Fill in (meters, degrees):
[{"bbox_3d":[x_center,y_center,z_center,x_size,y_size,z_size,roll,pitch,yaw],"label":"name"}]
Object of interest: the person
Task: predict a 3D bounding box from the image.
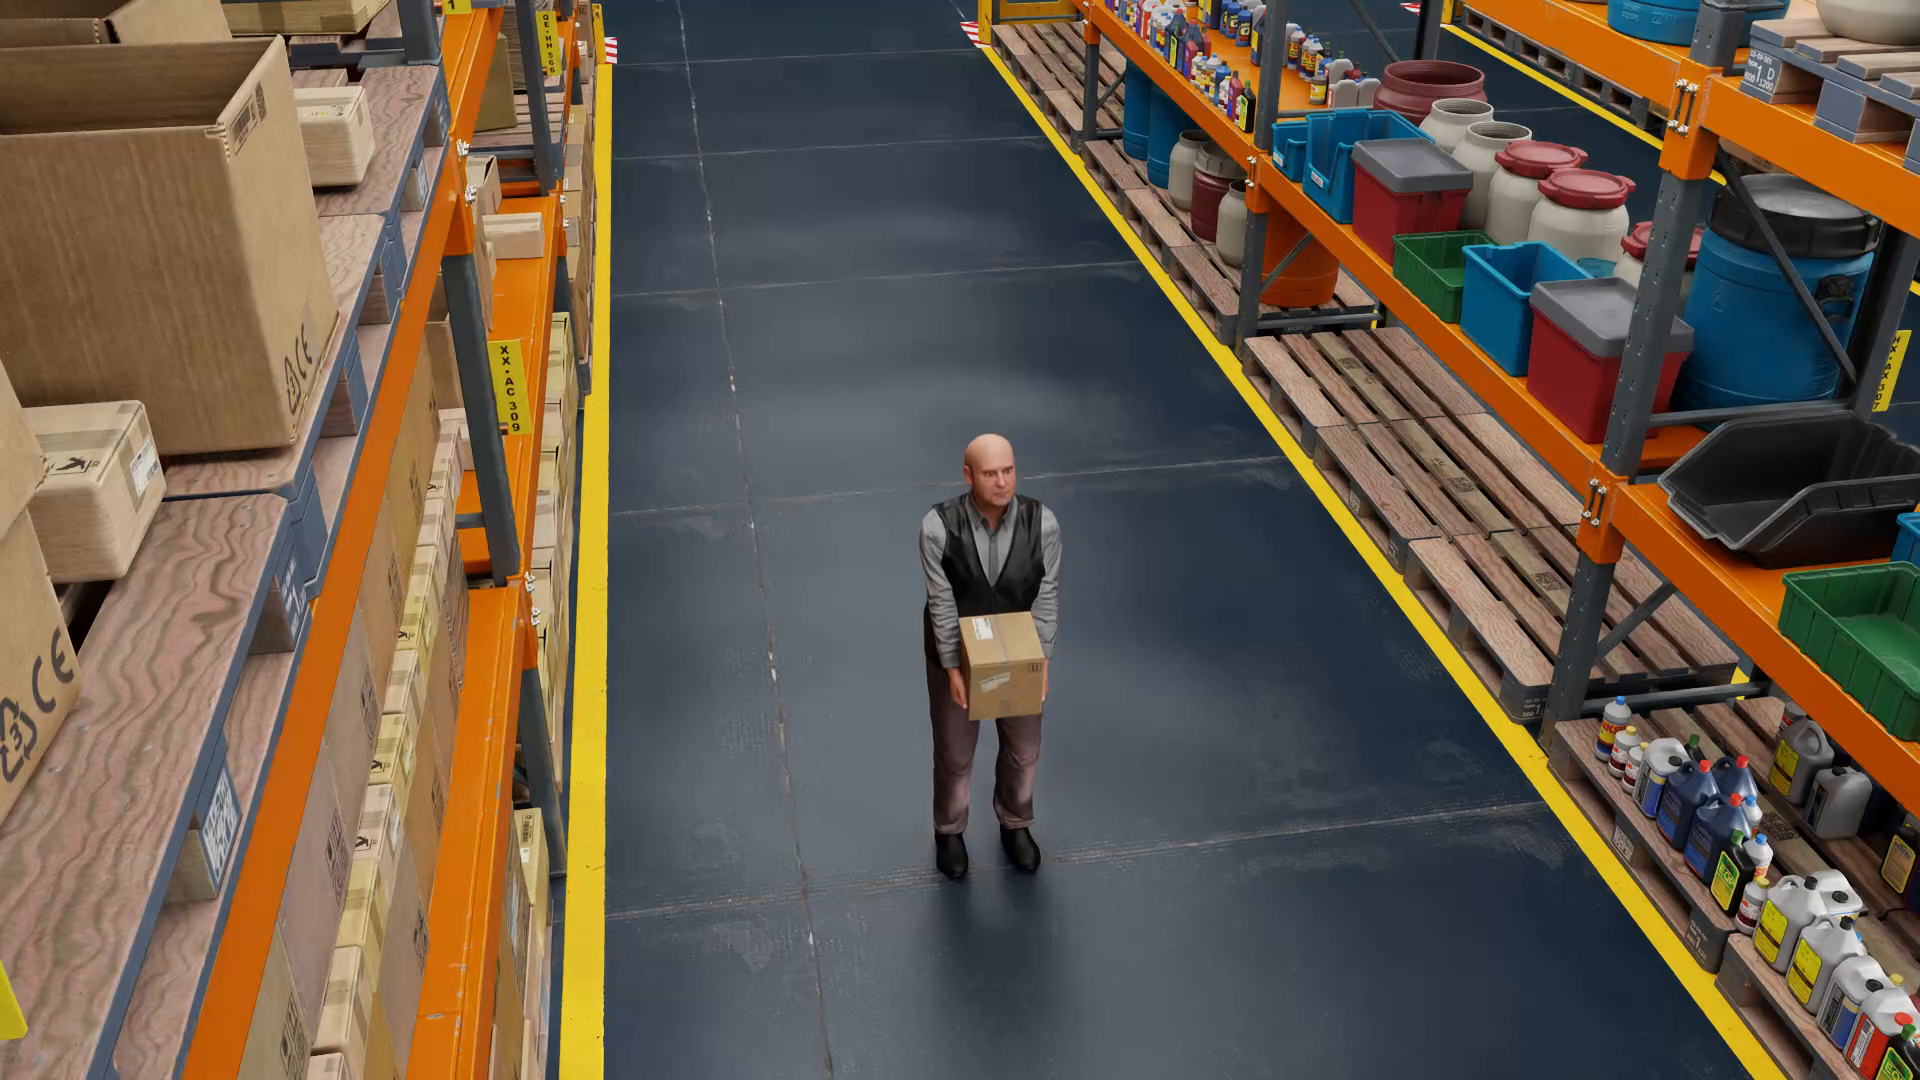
[{"bbox_3d":[0.122,0.503,5.886,0.494,1.635,0.551,-5,31,-9],"label":"person"}]
